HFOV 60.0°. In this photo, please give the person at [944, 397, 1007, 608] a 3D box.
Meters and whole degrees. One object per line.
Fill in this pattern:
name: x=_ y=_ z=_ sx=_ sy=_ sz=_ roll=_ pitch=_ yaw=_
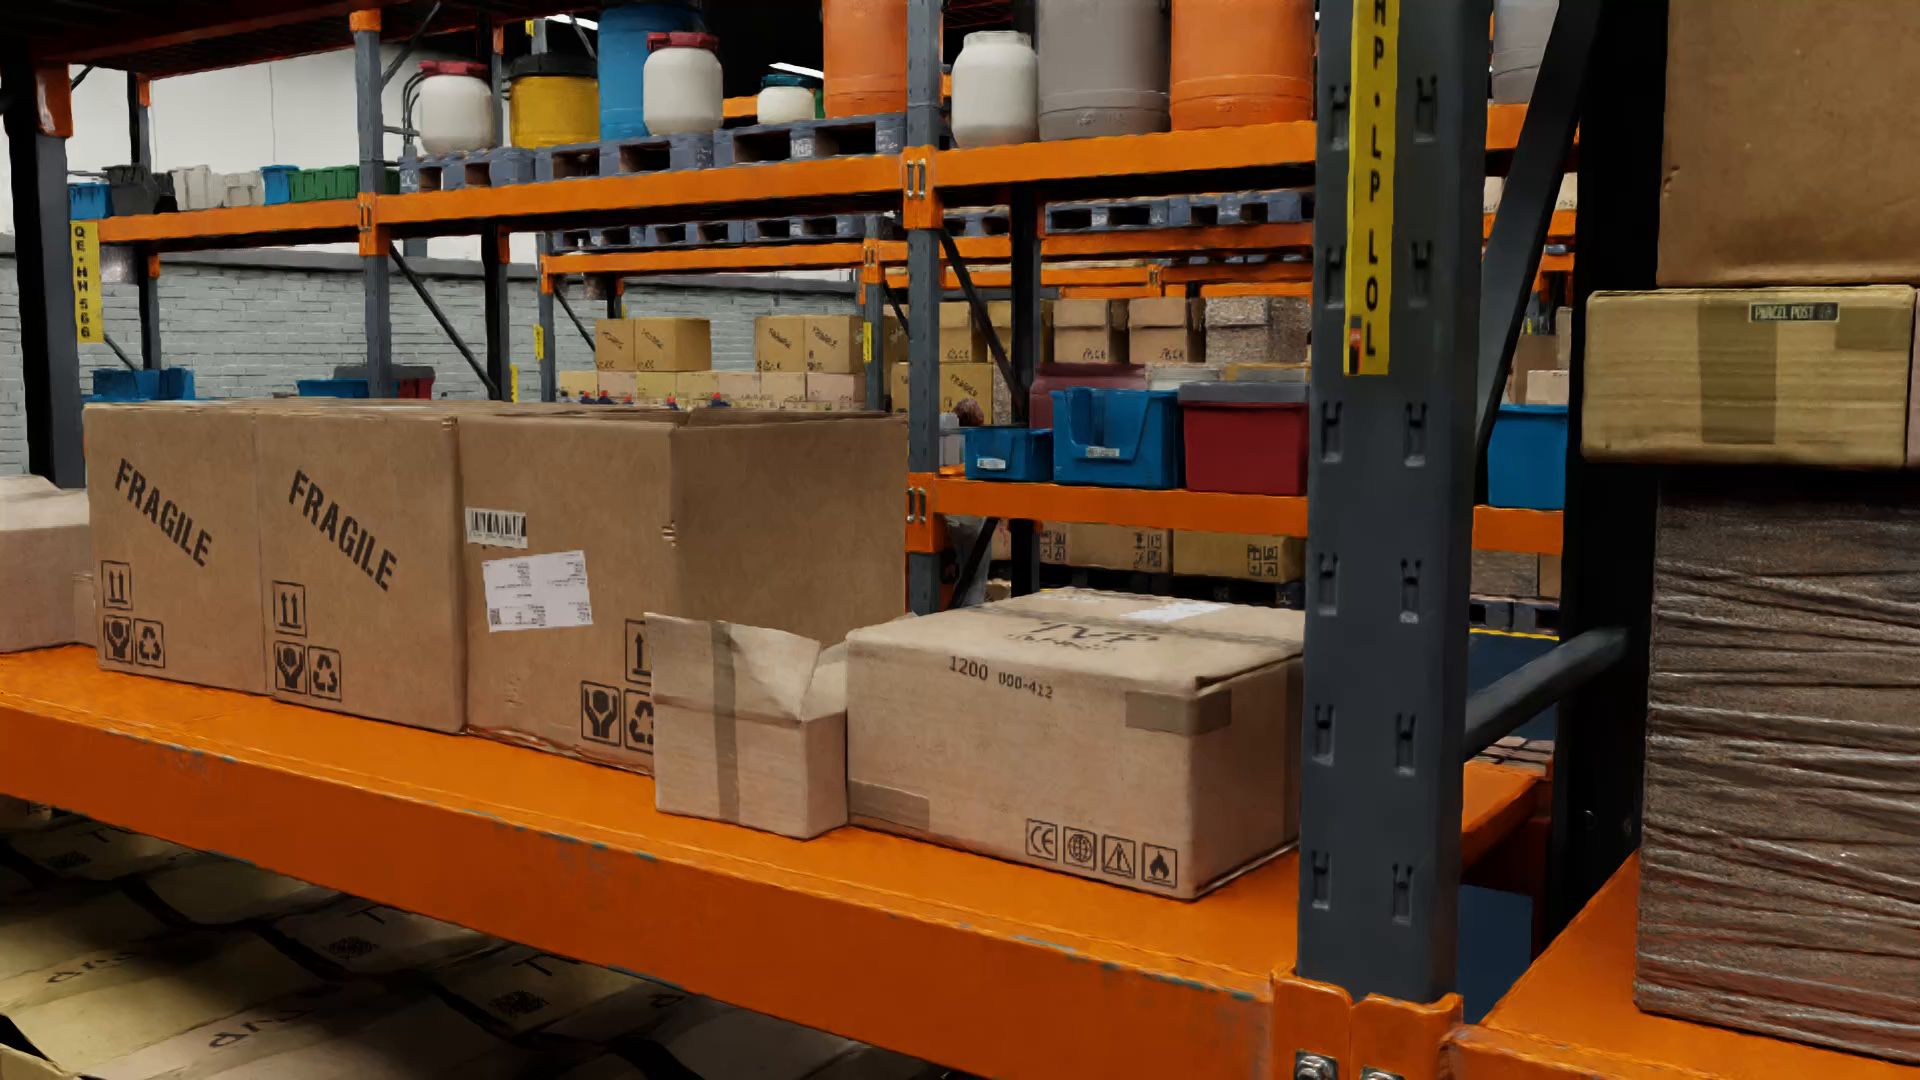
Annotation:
person: x=0.037 y=-0.075 z=10.225 sx=0.382 sy=1.598 sz=0.470 roll=-6 pitch=9 yaw=-41
